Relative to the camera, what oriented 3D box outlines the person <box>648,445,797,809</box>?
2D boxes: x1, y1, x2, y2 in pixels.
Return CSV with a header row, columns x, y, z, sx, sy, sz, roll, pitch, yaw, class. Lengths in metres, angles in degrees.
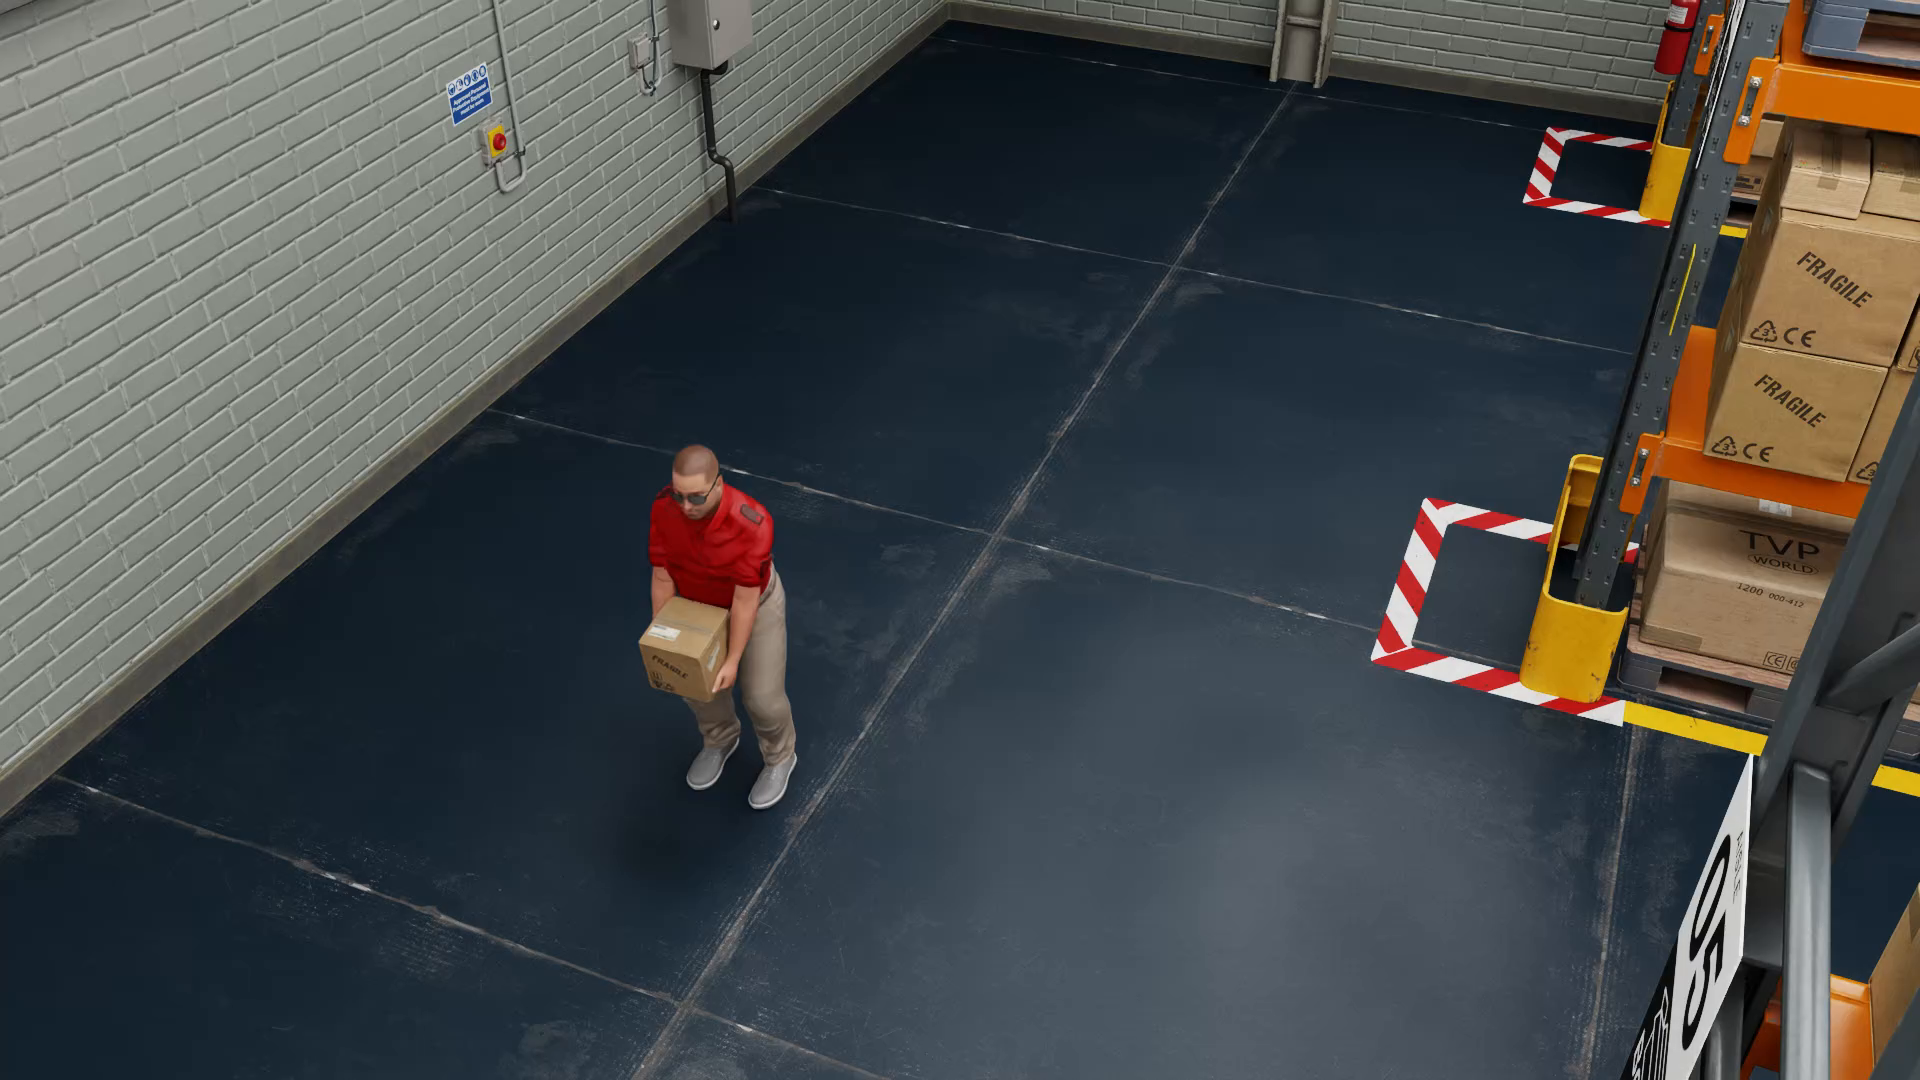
x,y,z,sx,sy,sz,roll,pitch,yaw,class
-0.896,0.329,6.263,0.483,1.700,0.582,13,39,17,person
